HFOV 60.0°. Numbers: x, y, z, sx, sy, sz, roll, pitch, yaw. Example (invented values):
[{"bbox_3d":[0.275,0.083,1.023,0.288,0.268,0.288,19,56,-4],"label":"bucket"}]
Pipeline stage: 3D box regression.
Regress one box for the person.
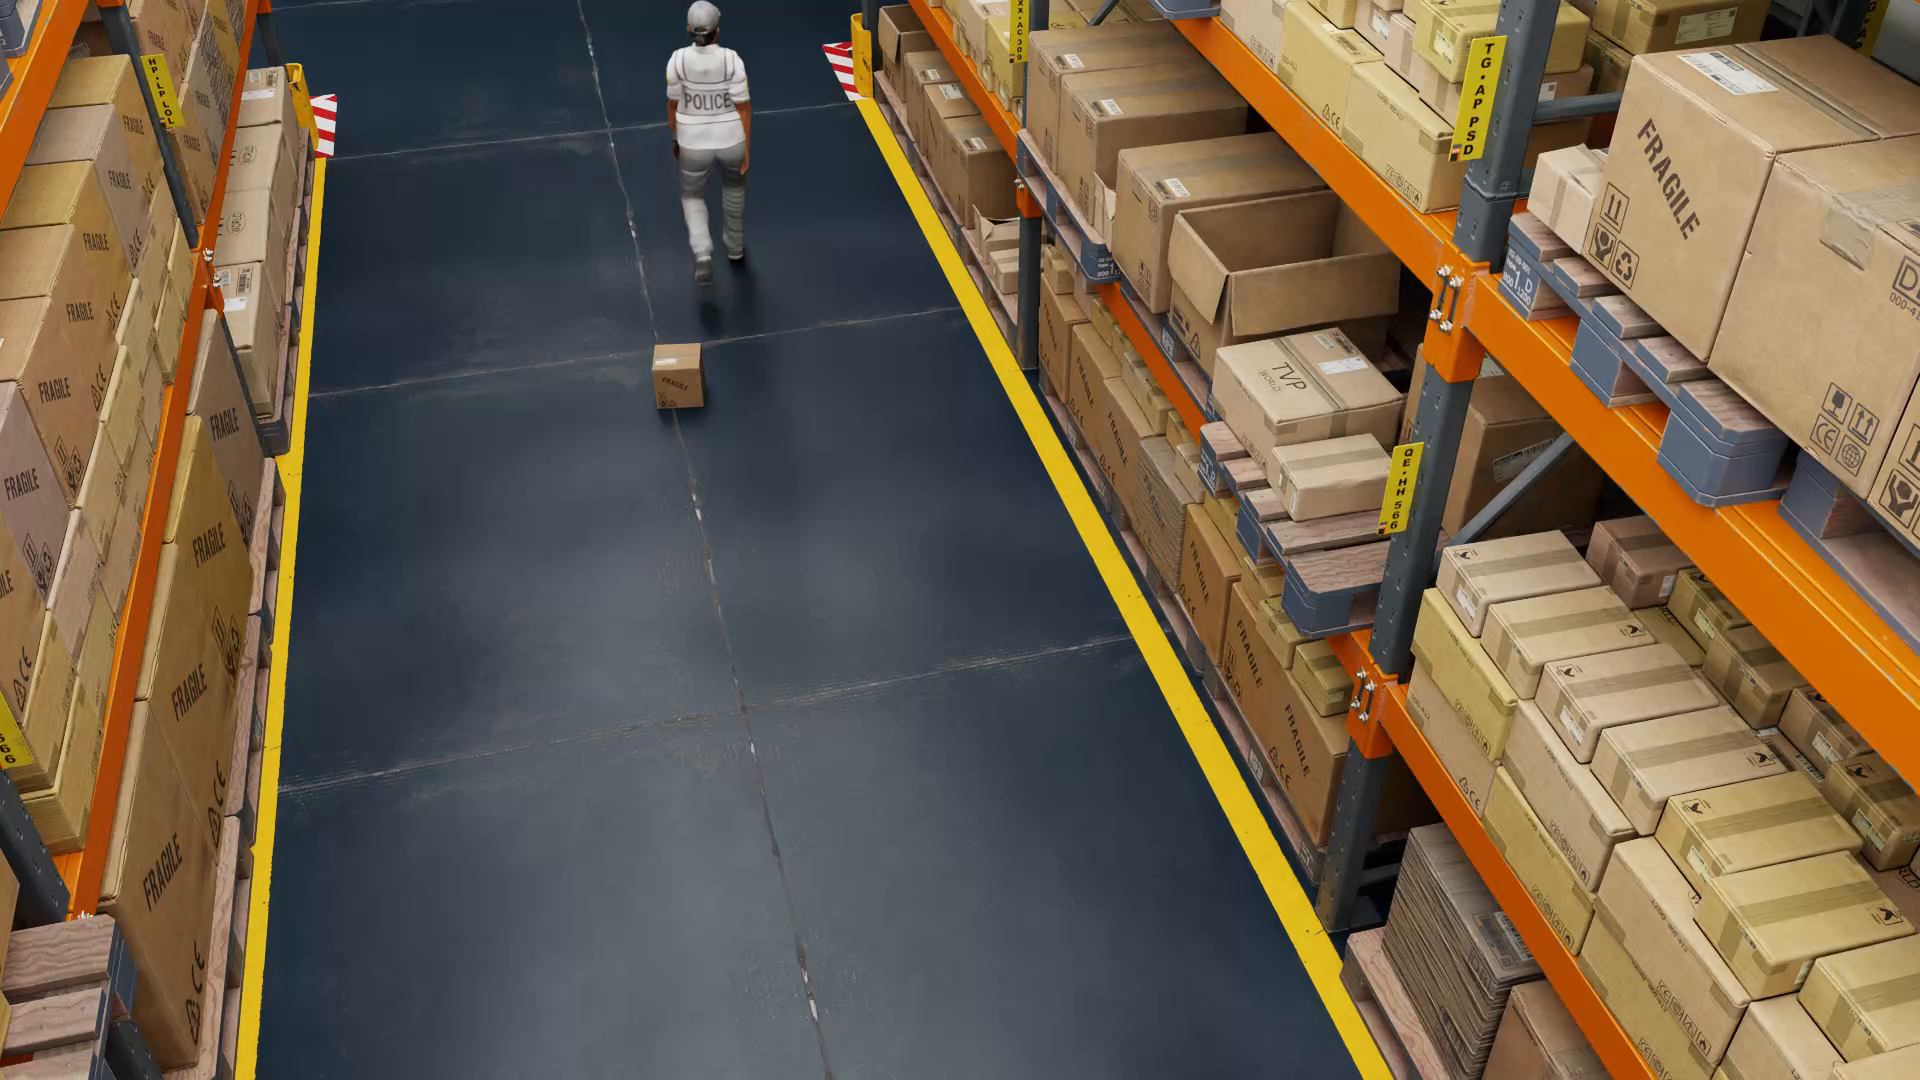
[{"bbox_3d":[-1.424,-2.285,9.567,0.470,1.635,0.761,-6,39,-7],"label":"person"}]
